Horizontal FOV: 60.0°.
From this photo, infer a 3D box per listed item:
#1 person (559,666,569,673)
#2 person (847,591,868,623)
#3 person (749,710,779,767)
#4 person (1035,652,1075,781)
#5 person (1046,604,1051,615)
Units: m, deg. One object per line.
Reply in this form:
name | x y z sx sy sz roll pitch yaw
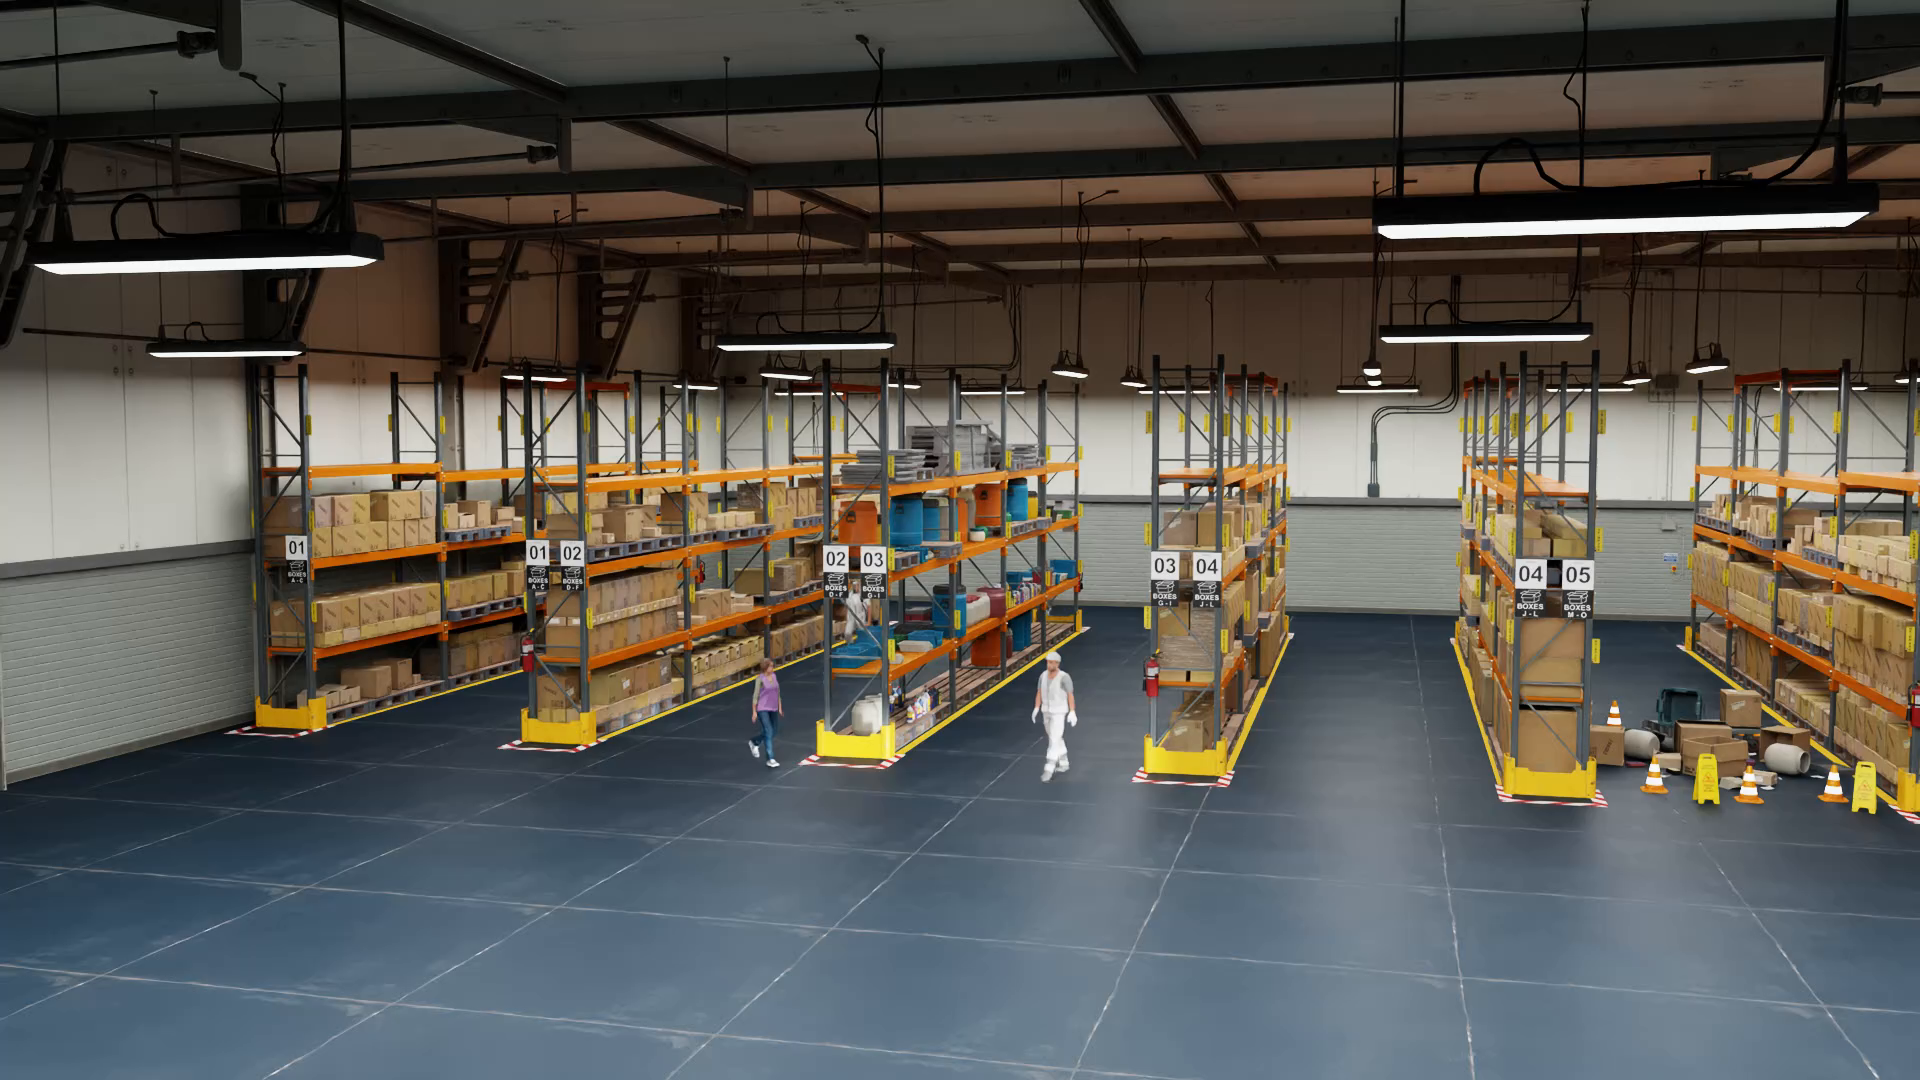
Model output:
person | -7.130 2.135 30.563 0.441 1.332 0.806 0 4 -1
person | -2.101 1.766 34.125 0.437 1.491 0.950 1 4 11
person | -2.863 2.834 24.600 0.805 0.916 0.365 3 5 41
person | 1.287 2.468 23.652 0.553 1.755 0.868 4 5 44
person | 2.111 1.253 42.789 0.391 1.555 0.863 4 5 42
